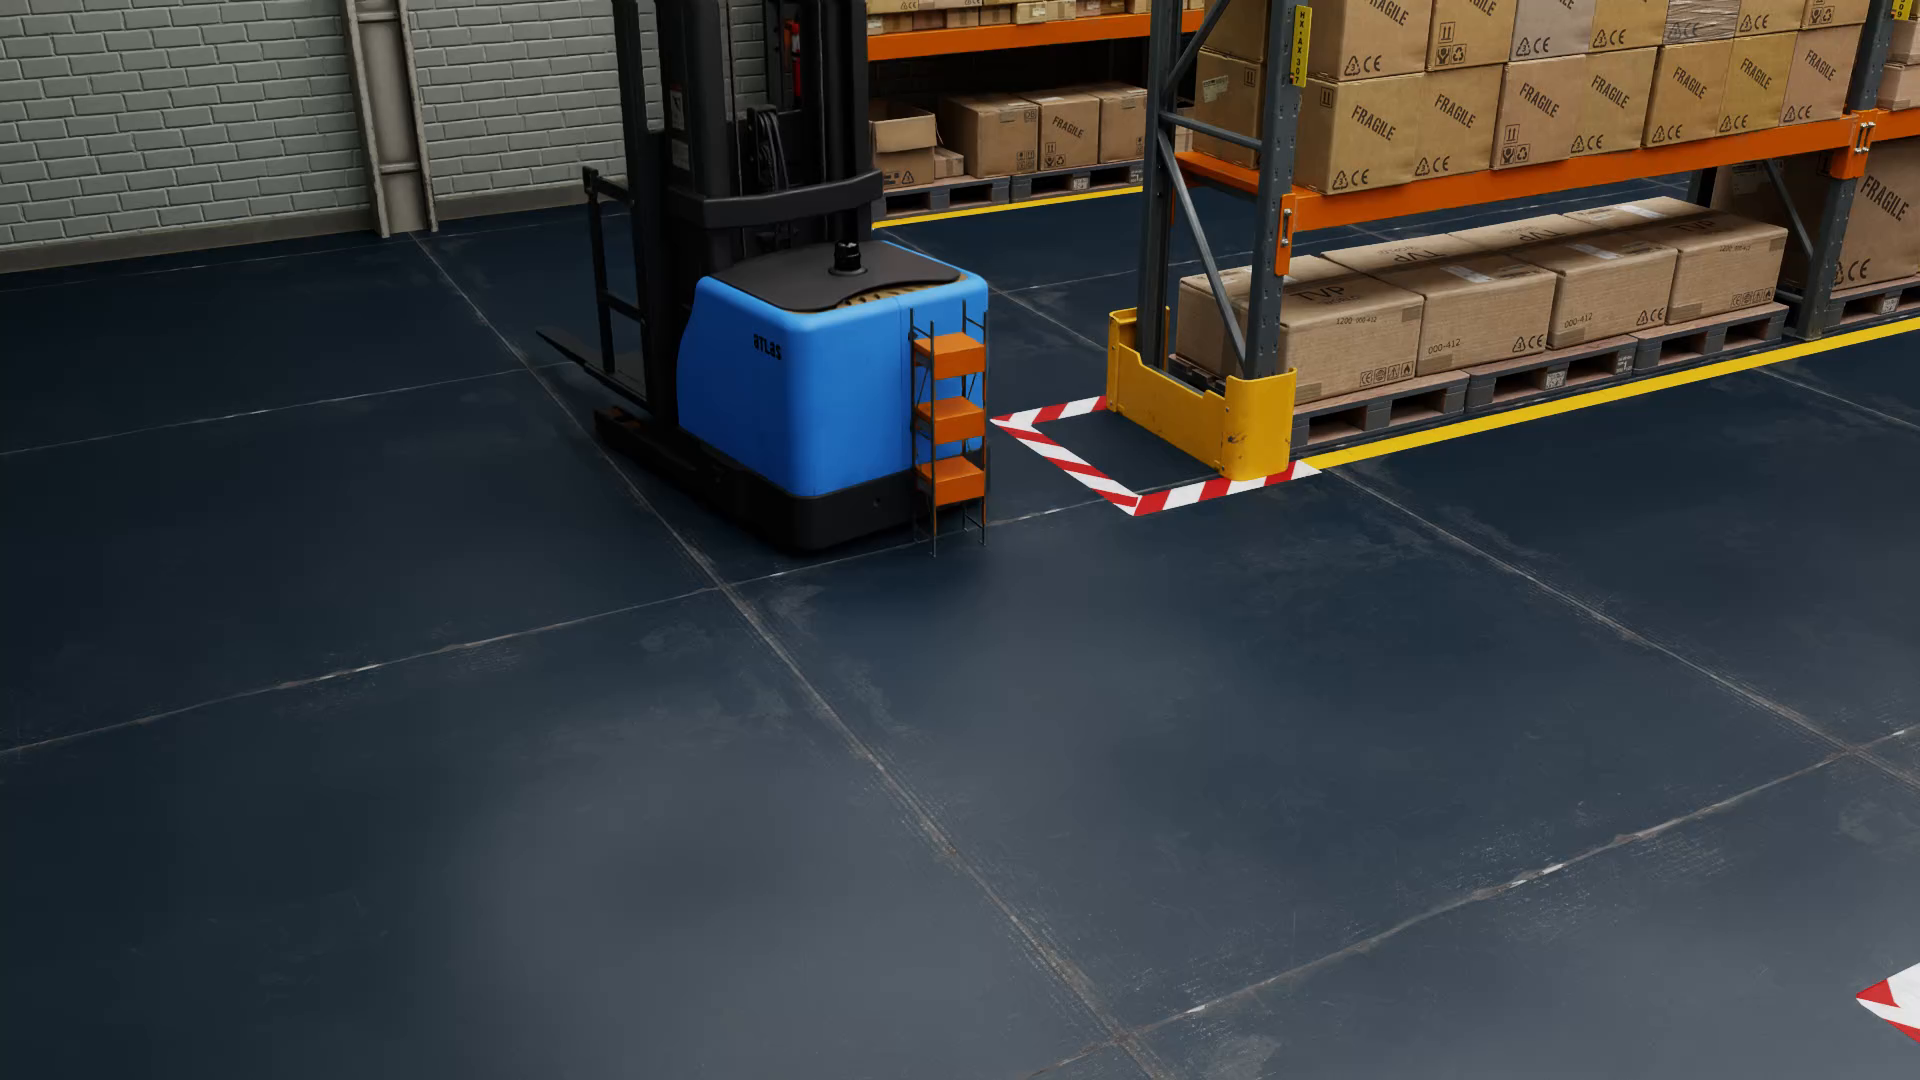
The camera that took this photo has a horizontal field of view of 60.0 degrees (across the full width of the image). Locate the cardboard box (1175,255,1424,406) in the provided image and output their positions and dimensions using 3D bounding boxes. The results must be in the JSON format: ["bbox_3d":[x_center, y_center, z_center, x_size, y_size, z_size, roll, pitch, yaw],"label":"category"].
[{"bbox_3d":[1.724,-1.087,8.523,0.875,0.438,0.875,-14,29,-27],"label":"cardboard box"}]

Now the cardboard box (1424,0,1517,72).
[{"bbox_3d":[2.199,-2.473,7.664,0.500,0.500,0.500,-14,29,-26],"label":"cardboard box"}]

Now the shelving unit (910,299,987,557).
[{"bbox_3d":[-0.047,-0.462,7.000,0.252,1.050,0.215,-13,29,-25],"label":"shelving unit"}]

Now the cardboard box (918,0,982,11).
[{"bbox_3d":[-0.179,-3.934,11.807,0.500,0.250,0.500,-13,28,-25],"label":"cardboard box"}]

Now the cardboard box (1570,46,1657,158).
[{"bbox_3d":[3.072,-2.232,8.318,0.500,0.500,0.500,-12,28,-23],"label":"cardboard box"}]

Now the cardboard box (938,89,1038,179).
[{"bbox_3d":[0.206,-3.085,12.613,0.500,0.500,0.700,-12,28,-23],"label":"cardboard box"}]

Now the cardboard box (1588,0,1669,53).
[{"bbox_3d":[3.089,-2.683,8.101,0.500,0.500,0.500,-13,28,-25],"label":"cardboard box"}]

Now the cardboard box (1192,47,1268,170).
[{"bbox_3d":[1.490,-2.124,8.094,0.500,0.500,0.500,-13,28,-25],"label":"cardboard box"}]

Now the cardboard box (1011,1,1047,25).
[{"bbox_3d":[0.429,-3.867,12.129,0.250,0.149,0.380,-14,29,-27],"label":"cardboard box"}]

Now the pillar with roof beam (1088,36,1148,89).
[{"bbox_3d":[3.366,-5.852,9.042,0.400,9.000,9.100,-13,29,-25],"label":"pillar with roof beam"}]

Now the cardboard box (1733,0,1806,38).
[{"bbox_3d":[3.980,-2.889,8.530,0.500,0.500,0.500,-13,29,-26],"label":"cardboard box"}]

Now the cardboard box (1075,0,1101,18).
[{"bbox_3d":[0.847,-4.008,12.421,0.250,0.149,0.380,-13,29,-25],"label":"cardboard box"}]

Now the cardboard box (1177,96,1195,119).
[{"bbox_3d":[1.685,-3.523,13.742,0.500,0.311,0.500,-12,28,-23],"label":"cardboard box"}]

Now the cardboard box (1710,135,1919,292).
[{"bbox_3d":[5.227,-2.083,10.093,0.875,0.875,0.875,-12,28,-24],"label":"cardboard box"}]

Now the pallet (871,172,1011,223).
[{"bbox_3d":[-0.380,-2.696,12.622,1.213,0.211,1.003,-13,29,-25],"label":"pallet"}]

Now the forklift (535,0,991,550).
[{"bbox_3d":[-1.156,-1.854,7.725,1.130,2.935,3.031,-18,31,-33],"label":"forklift"}]

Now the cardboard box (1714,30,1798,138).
[{"bbox_3d":[3.978,-2.441,8.753,0.500,0.500,0.500,-14,29,-26],"label":"cardboard box"}]

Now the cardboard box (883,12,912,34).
[{"bbox_3d":[-0.529,-3.693,11.767,0.250,0.149,0.380,-12,28,-24],"label":"cardboard box"}]

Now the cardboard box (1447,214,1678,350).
[{"bbox_3d":[3.324,-1.460,9.299,0.875,0.438,0.875,-14,29,-27],"label":"cardboard box"}]

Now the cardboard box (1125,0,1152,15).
[{"bbox_3d":[1.323,-4.086,12.584,0.250,0.149,0.380,-13,29,-26],"label":"cardboard box"}]

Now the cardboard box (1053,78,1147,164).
[{"bbox_3d":[1.122,-3.296,13.053,0.500,0.500,0.700,-14,29,-27],"label":"cardboard box"}]

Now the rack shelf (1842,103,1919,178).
[{"bbox_3d":[6.483,-2.778,10.401,4.000,0.370,1.077,-13,29,-25],"label":"rack shelf"}]

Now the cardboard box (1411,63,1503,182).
[{"bbox_3d":[2.180,-2.027,7.890,0.500,0.500,0.500,-13,29,-26],"label":"cardboard box"}]

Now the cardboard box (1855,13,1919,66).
[{"bbox_3d":[5.239,-2.834,9.284,0.500,0.250,0.500,-14,29,-27],"label":"cardboard box"}]

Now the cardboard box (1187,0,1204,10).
[{"bbox_3d":[1.779,-4.192,12.805,0.250,0.149,0.380,-12,28,-24],"label":"cardboard box"}]

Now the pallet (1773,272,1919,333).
[{"bbox_3d":[5.363,-1.624,10.388,1.213,0.211,1.003,-13,29,-25],"label":"pallet"}]

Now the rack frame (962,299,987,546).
[{"bbox_3d":[0.060,-0.487,7.052,0.008,1.050,0.200,-13,29,-25],"label":"rack frame"}]

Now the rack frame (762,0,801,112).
[{"bbox_3d":[-1.150,-3.775,11.647,0.127,3.000,1.000,-13,29,-25],"label":"rack frame"}]

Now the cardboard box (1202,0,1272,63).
[{"bbox_3d":[1.502,-2.565,7.856,0.500,0.500,0.500,-12,28,-23],"label":"cardboard box"}]

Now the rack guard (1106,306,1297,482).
[{"bbox_3d":[1.167,-0.748,8.231,0.348,0.500,1.175,-13,29,-25],"label":"rack guard"}]

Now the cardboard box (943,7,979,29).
[{"bbox_3d":[-0.061,-3.788,11.965,0.250,0.149,0.380,-12,28,-23],"label":"cardboard box"}]

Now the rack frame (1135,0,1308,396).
[{"bbox_3d":[1.189,-1.880,7.700,0.127,3.000,1.000,-13,29,-25],"label":"rack frame"}]

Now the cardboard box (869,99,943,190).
[{"bbox_3d":[-0.566,-2.927,12.280,0.637,0.503,0.797,-14,29,-27],"label":"cardboard box"}]

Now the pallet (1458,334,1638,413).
[{"bbox_3d":[2.932,-1.062,9.219,1.213,0.211,1.003,-13,29,-25],"label":"pallet"}]

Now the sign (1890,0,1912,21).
[{"bbox_3d":[4.981,-2.909,8.752,0.005,0.325,0.100,-13,29,-25],"label":"sign"}]

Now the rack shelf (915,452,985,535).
[{"bbox_3d":[-0.047,-0.202,7.125,0.240,0.259,0.215,-13,29,-25],"label":"rack shelf"}]
